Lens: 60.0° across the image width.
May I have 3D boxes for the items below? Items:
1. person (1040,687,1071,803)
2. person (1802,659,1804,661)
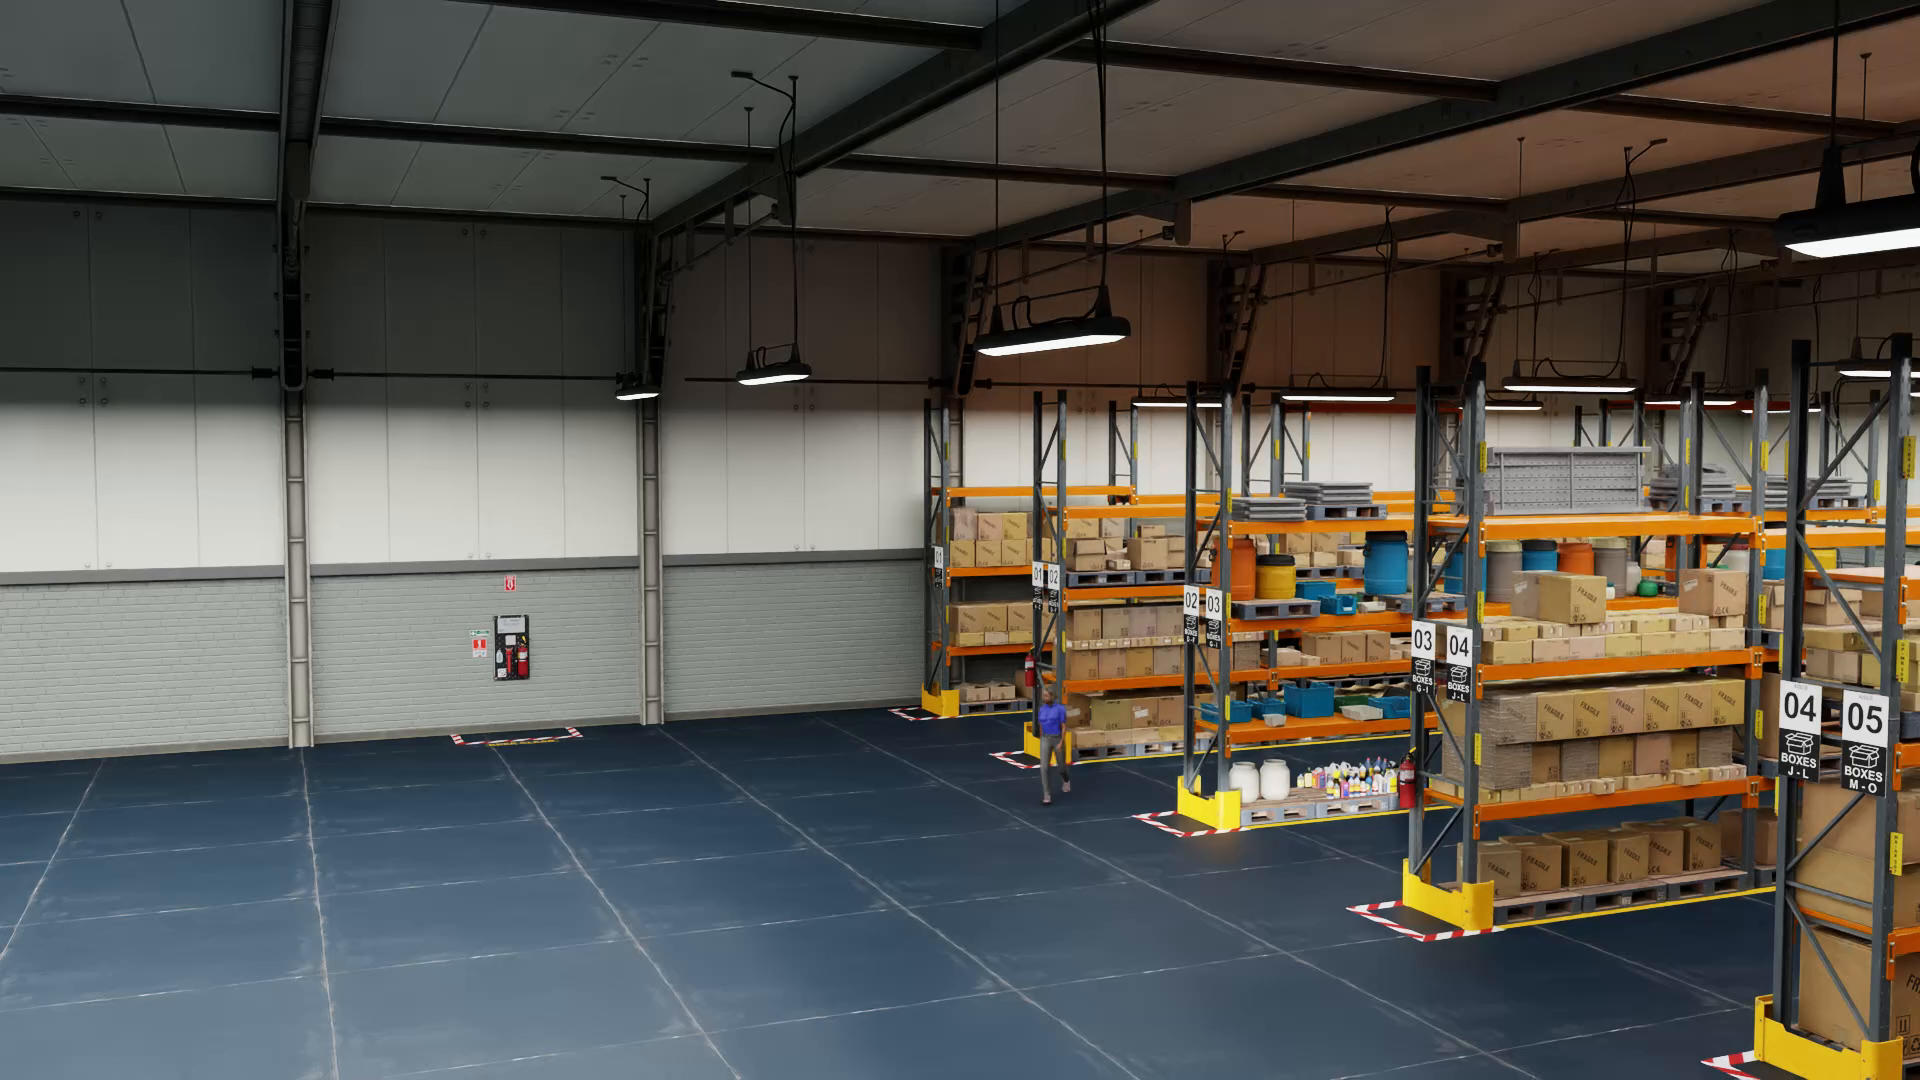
[{"bbox_3d":[1.339,2.934,24.014,0.448,1.615,0.804,1,4,19],"label":"person"},{"bbox_3d":[17.870,2.233,34.866,0.532,1.754,0.916,1,4,18],"label":"person"}]
